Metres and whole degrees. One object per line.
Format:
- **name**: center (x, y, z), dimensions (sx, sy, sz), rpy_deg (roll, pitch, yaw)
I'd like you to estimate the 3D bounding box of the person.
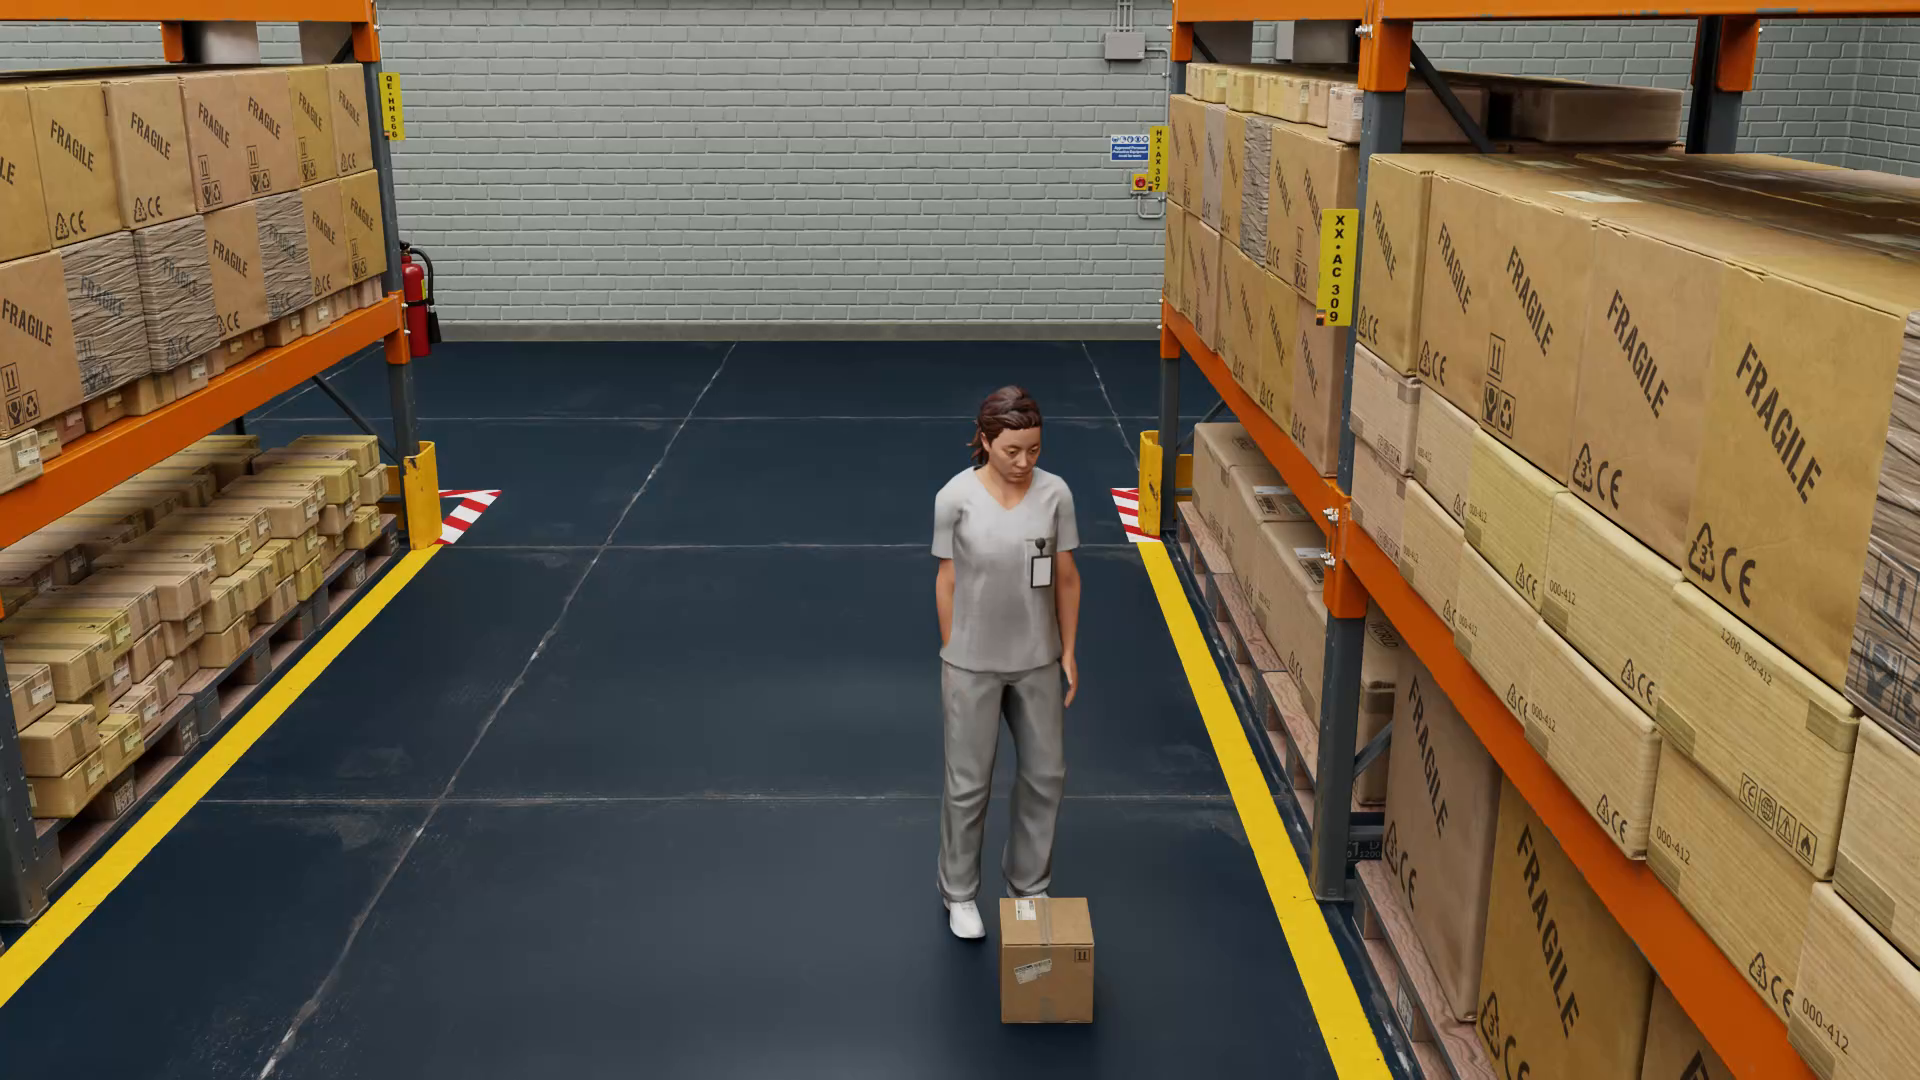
- **person**: center (0.137, 0.356, 4.919), dimensions (0.444, 1.669, 0.358), rpy_deg (-4, 18, -12)
